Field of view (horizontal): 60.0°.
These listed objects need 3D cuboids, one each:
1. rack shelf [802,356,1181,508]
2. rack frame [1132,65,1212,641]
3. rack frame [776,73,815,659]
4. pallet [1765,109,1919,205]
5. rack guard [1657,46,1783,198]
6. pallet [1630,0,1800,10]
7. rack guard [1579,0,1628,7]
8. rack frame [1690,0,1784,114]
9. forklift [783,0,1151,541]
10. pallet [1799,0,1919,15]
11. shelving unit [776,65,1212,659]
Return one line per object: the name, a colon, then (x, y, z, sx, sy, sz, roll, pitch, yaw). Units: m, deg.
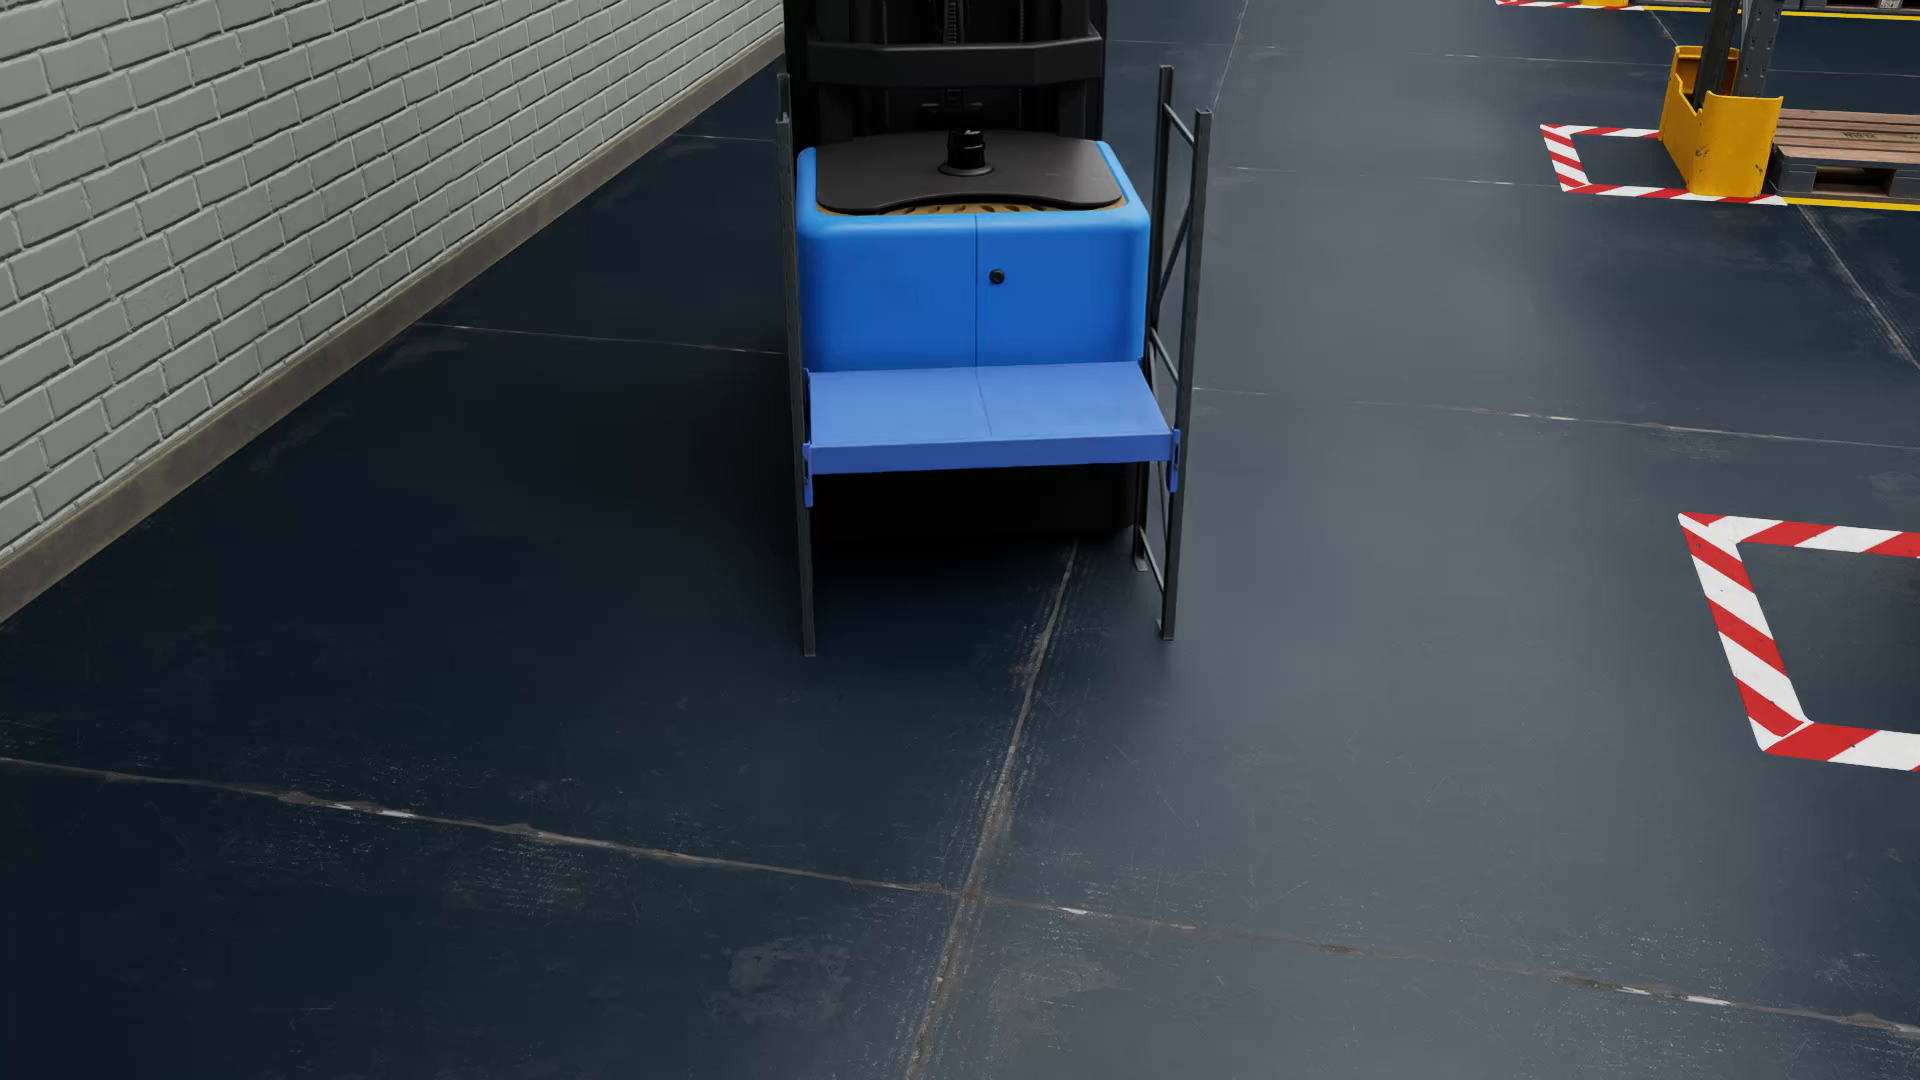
rack shelf: (0.064, -0.311, 4.631, 1.000, 0.185, 0.538, -2, 29, -4)
rack frame: (0.571, -0.490, 4.584, 0.032, 1.500, 0.500, -2, 29, -4)
rack frame: (-0.442, -0.447, 4.505, 0.032, 1.500, 0.500, -2, 29, -4)
pallet: (4.828, -2.007, 8.696, 1.213, 0.211, 1.003, 6, 29, 11)
rack guard: (4.003, -2.231, 8.805, 0.348, 0.500, 1.175, 6, 29, 11)
pallet: (5.862, -4.391, 13.050, 1.213, 0.211, 1.003, 6, 29, 11)
rack guard: (5.040, -4.563, 13.064, 0.348, 0.500, 1.175, 6, 29, 11)
rack frame: (4.029, -3.331, 8.211, 0.127, 3.000, 1.000, 6, 29, 11)
forklift: (-0.068, -1.960, 5.778, 1.130, 2.935, 3.031, -2, 29, -4)
pallet: (7.051, -4.267, 12.825, 1.213, 0.211, 1.003, 6, 29, 11)
shelving unit: (0.064, -0.469, 4.544, 1.048, 1.500, 0.538, -2, 29, -4)
